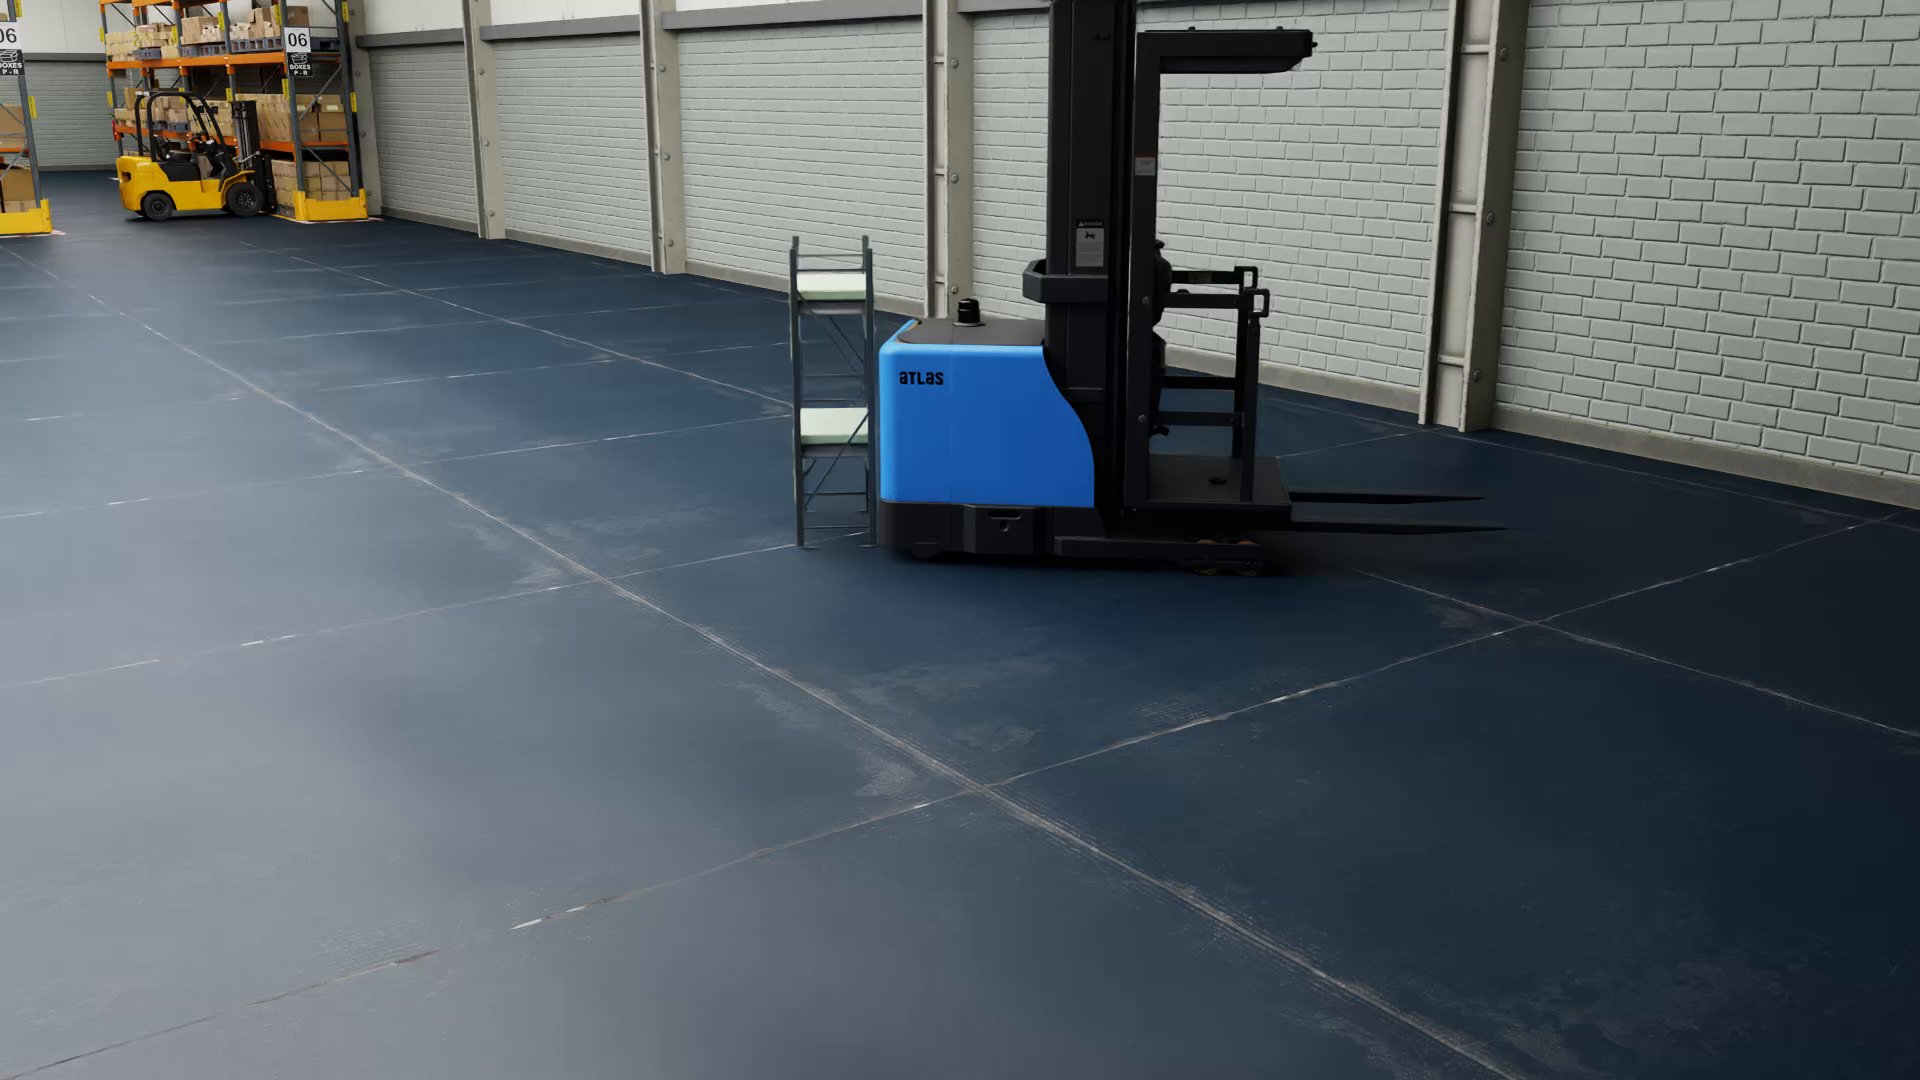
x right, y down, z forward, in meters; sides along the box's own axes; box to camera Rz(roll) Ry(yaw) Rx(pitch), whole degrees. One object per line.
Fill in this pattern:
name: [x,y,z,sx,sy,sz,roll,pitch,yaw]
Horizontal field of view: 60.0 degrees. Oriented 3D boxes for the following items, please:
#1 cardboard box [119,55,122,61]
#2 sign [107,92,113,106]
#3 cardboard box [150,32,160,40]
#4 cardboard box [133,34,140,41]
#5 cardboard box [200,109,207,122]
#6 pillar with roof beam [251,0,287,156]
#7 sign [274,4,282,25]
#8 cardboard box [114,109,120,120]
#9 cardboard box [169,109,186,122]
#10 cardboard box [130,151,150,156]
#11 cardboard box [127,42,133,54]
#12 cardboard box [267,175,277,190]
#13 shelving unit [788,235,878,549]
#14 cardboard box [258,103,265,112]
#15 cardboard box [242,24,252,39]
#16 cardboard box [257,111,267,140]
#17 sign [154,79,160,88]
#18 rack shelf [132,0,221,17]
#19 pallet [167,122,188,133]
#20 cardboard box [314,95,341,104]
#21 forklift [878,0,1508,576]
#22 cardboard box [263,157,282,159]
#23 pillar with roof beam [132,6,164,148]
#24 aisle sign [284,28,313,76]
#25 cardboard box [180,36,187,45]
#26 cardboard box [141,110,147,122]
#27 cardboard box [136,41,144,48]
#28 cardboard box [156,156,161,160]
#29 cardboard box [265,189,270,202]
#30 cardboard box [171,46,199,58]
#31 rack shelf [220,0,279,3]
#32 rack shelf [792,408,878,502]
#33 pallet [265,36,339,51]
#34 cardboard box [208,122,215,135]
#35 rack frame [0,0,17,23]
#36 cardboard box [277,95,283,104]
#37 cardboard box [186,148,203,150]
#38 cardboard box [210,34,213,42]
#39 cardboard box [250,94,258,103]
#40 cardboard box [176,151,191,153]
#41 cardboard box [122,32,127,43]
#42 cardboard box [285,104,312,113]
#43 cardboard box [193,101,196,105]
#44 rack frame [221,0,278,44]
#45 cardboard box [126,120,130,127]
cardboard box: [-19.598,-11.373,39.240,0.380,0.149,0.250,-11,19,-34]
sign: [-20.859,-10.827,40.812,0.100,0.325,0.005,-11,19,-35]
cardboard box: [-17.294,-10.908,35.993,0.380,0.149,0.250,-11,19,-34]
cardboard box: [-18.247,-11.227,37.161,0.380,0.149,0.250,-10,18,-33]
cardboard box: [-15.066,-8.600,33.652,0.500,0.250,0.500,-11,19,-36]
pillar with roof beam: [-17.703,-10.872,31.253,9.100,9.000,0.400,-11,19,-35]
sign: [-11.459,-8.831,27.952,0.100,0.325,0.005,-11,19,-35]
cardboard box: [-20.371,-10.426,40.708,0.500,0.250,0.500,-11,19,-34]
cardboard box: [-16.598,-9.091,35.597,0.500,0.250,0.500,-12,19,-37]
cardboard box: [-19.666,-9.157,40.289,0.700,0.500,0.500,-10,18,-32]
cardboard box: [-18.868,-11.331,38.332,0.500,0.250,0.500,-12,19,-36]
cardboard box: [-12.158,-6.466,29.984,0.500,0.250,0.500,-11,19,-36]
shelving unit: [-0.652,-0.780,8.585,0.431,1.500,0.755,-1,15,-4]
cardboard box: [-12.496,-7.850,30.158,0.380,0.149,0.250,-11,19,-36]
cardboard box: [-12.737,-9.200,30.095,0.396,0.266,0.258,-11,19,-36]
cardboard box: [-12.417,-7.517,30.169,0.500,0.500,0.500,-11,19,-34]
sign: [-19.959,-11.286,41.339,0.100,0.325,0.005,-11,19,-35]
rack shelf: [-16.892,-11.566,35.909,1.077,0.370,4.000,-11,19,-35]
pallet: [-16.171,-8.827,35.507,1.213,0.211,1.003,-11,19,-35]
cardboard box: [-11.037,-7.687,28.996,0.380,0.149,0.250,-11,19,-36]
forklift: [1.153,-1.391,8.105,3.031,2.935,1.130,2,15,7]
cardboard box: [-12.739,-6.923,30.706,0.500,0.250,0.500,-10,18,-33]
pillar with roof beam: [-24.758,-13.435,40.616,9.100,9.000,0.400,-11,19,-35]
aisle sign: [-11.211,-8.271,28.190,0.394,0.787,0.004,-11,19,-35]
cardboard box: [-15.757,-10.249,34.115,0.380,0.166,0.250,-11,19,-35]
cardboard box: [-18.565,-9.781,38.353,0.500,0.250,0.500,-10,18,-33]
cardboard box: [-18.090,-11.030,37.002,0.380,0.149,0.250,-11,19,-34]
cardboard box: [-17.965,-8.498,37.883,0.500,0.500,0.500,-10,18,-32]
cardboard box: [-12.439,-6.328,30.427,0.500,0.250,0.500,-10,18,-33]
cardboard box: [-16.214,-10.232,34.879,0.500,0.250,0.500,-12,19,-36]
rack shelf: [-12.188,-9.858,29.667,1.077,0.370,4.000,-11,19,-35]
rack shelf: [-0.652,-0.466,8.672,0.431,0.370,0.720,-1,15,-4]
pallet: [-11.407,-8.636,28.933,1.003,0.211,1.213,-11,19,-35]
cardboard box: [-14.749,-8.252,33.329,0.500,0.250,0.500,-10,18,-33]
rack frame: [-15.025,-9.199,25.141,1.000,3.000,0.127,-11,19,-35]
cardboard box: [-11.739,-7.725,29.137,0.380,0.149,0.250,-10,18,-33]
cardboard box: [-17.459,-8.860,37.976,0.380,0.149,0.250,-11,19,-35]
cardboard box: [-14.256,-9.695,32.126,0.380,0.149,0.250,-11,19,-35]
cardboard box: [-12.790,-8.105,30.524,0.380,0.149,0.250,-11,19,-35]
cardboard box: [-16.968,-8.449,36.474,0.380,0.149,0.250,-12,19,-37]
cardboard box: [-19.156,-11.685,38.680,0.500,0.250,0.500,-10,18,-34]
cardboard box: [-11.443,-7.469,28.764,0.380,0.149,0.250,-11,19,-34]
cardboard box: [-15.609,-8.976,34.271,0.380,0.149,0.250,-10,18,-33]
rack frame: [-13.364,-10.825,31.080,1.000,3.000,0.127,-11,19,-35]
cardboard box: [-19.731,-9.977,39.822,0.380,0.149,0.250,-12,19,-36]
